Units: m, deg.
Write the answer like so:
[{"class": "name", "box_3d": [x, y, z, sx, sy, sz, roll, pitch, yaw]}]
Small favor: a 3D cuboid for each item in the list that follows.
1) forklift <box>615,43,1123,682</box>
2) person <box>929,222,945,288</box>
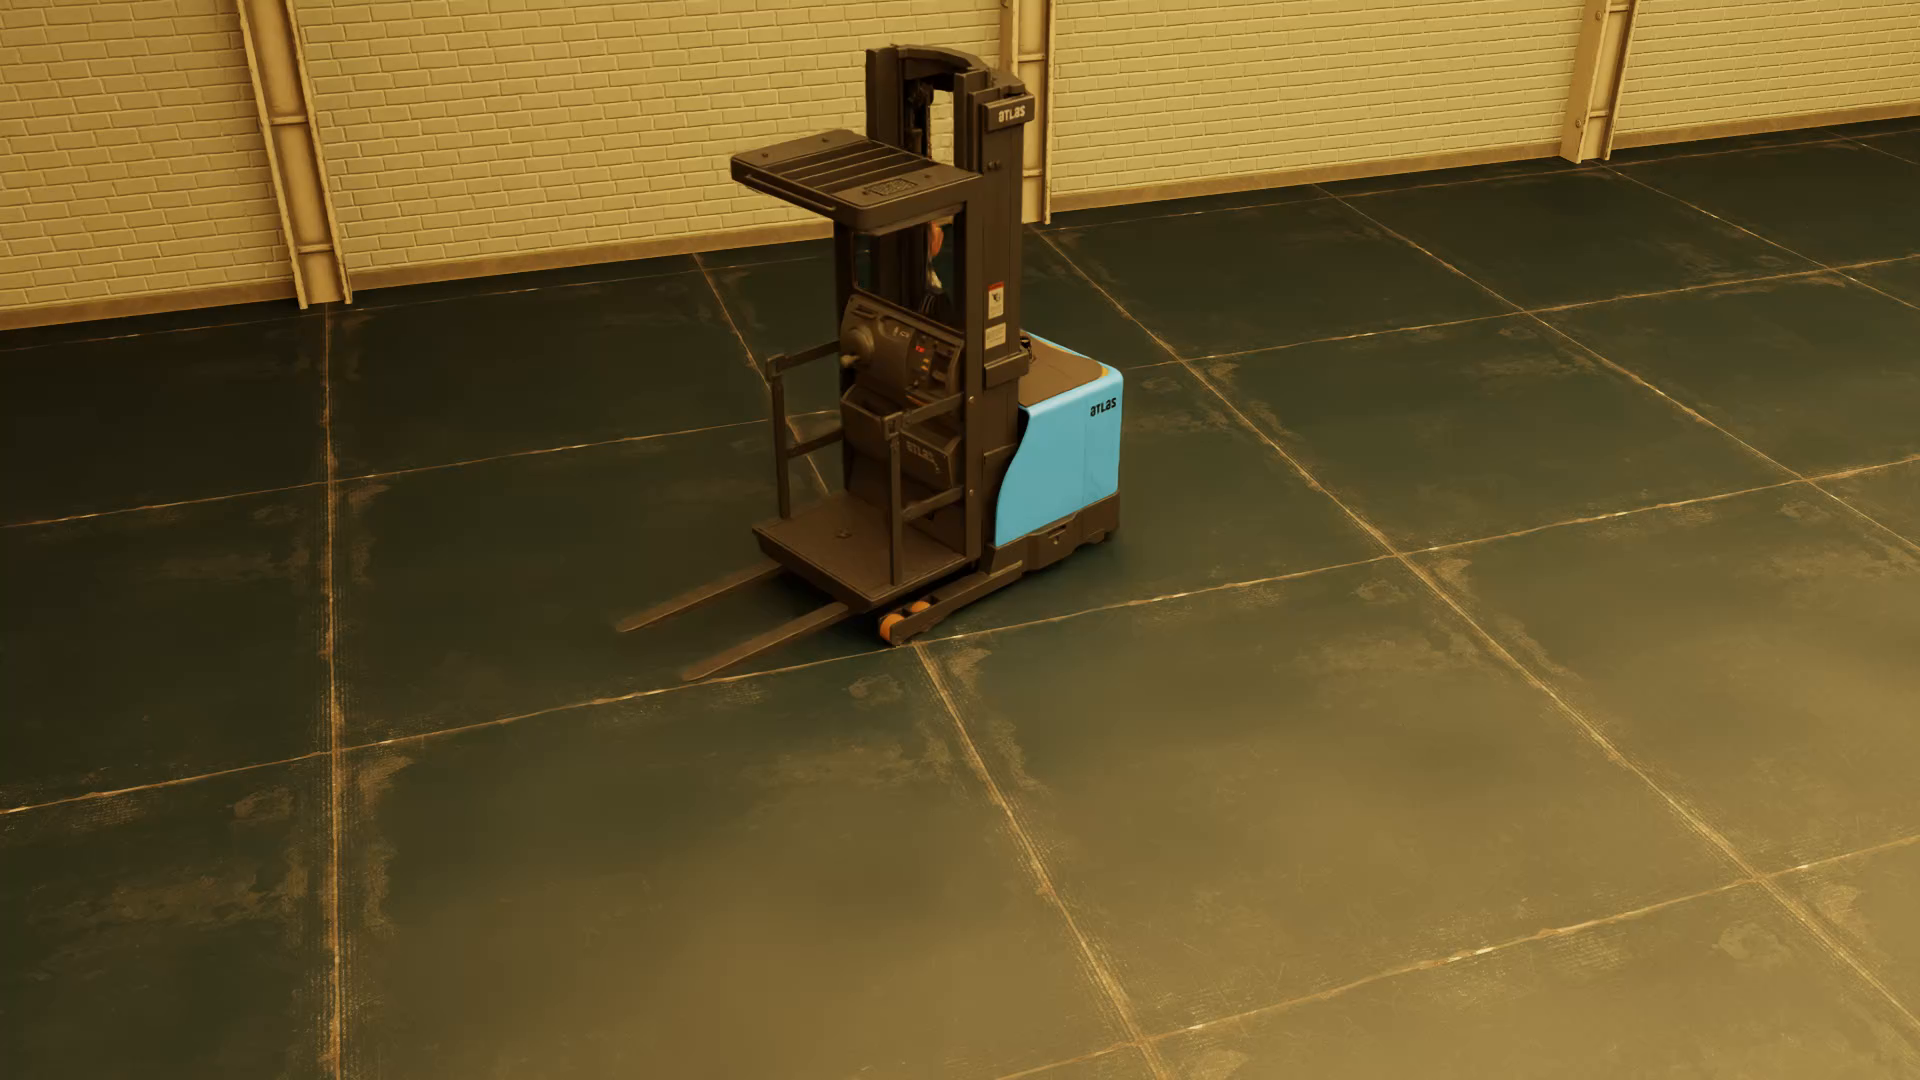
[{"class": "forklift", "box_3d": [-0.476, -0.995, 8.817, 3.031, 2.935, 1.130, -24, 38, -36]}, {"class": "person", "box_3d": [-0.220, -1.279, 10.702, 0.429, 1.552, 0.686, -4, 30, -7]}]
